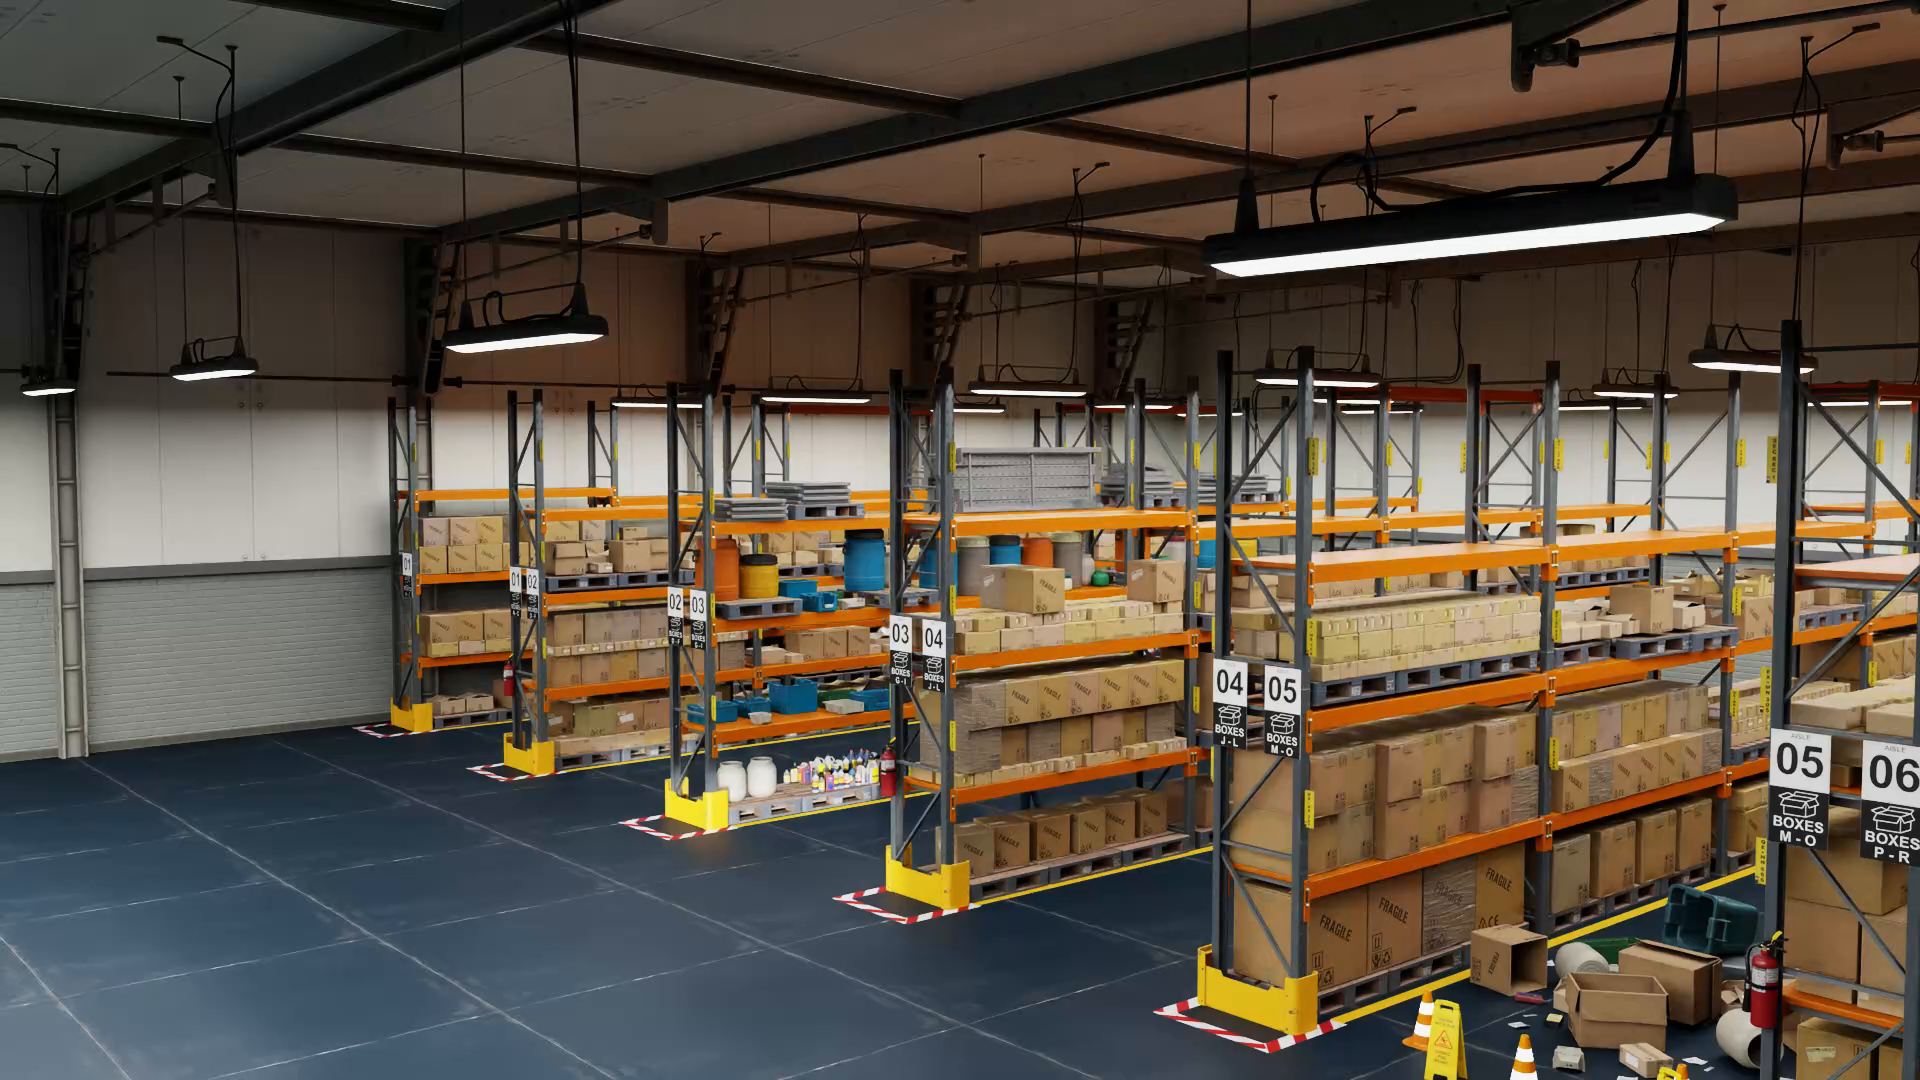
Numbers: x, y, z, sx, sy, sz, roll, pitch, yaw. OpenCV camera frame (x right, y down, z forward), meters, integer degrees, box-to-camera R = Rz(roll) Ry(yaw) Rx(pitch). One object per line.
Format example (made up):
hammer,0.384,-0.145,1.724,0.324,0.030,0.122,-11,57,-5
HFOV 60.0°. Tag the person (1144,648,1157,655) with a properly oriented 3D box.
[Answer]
person,3.802,2.344,33.086,0.642,1.783,0.513,0,3,-8

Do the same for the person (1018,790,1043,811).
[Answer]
person,0.916,3.046,22.660,0.449,1.594,0.494,2,4,36

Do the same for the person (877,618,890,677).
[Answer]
person,-1.358,2.344,33.514,0.644,1.752,0.524,0,3,-5
